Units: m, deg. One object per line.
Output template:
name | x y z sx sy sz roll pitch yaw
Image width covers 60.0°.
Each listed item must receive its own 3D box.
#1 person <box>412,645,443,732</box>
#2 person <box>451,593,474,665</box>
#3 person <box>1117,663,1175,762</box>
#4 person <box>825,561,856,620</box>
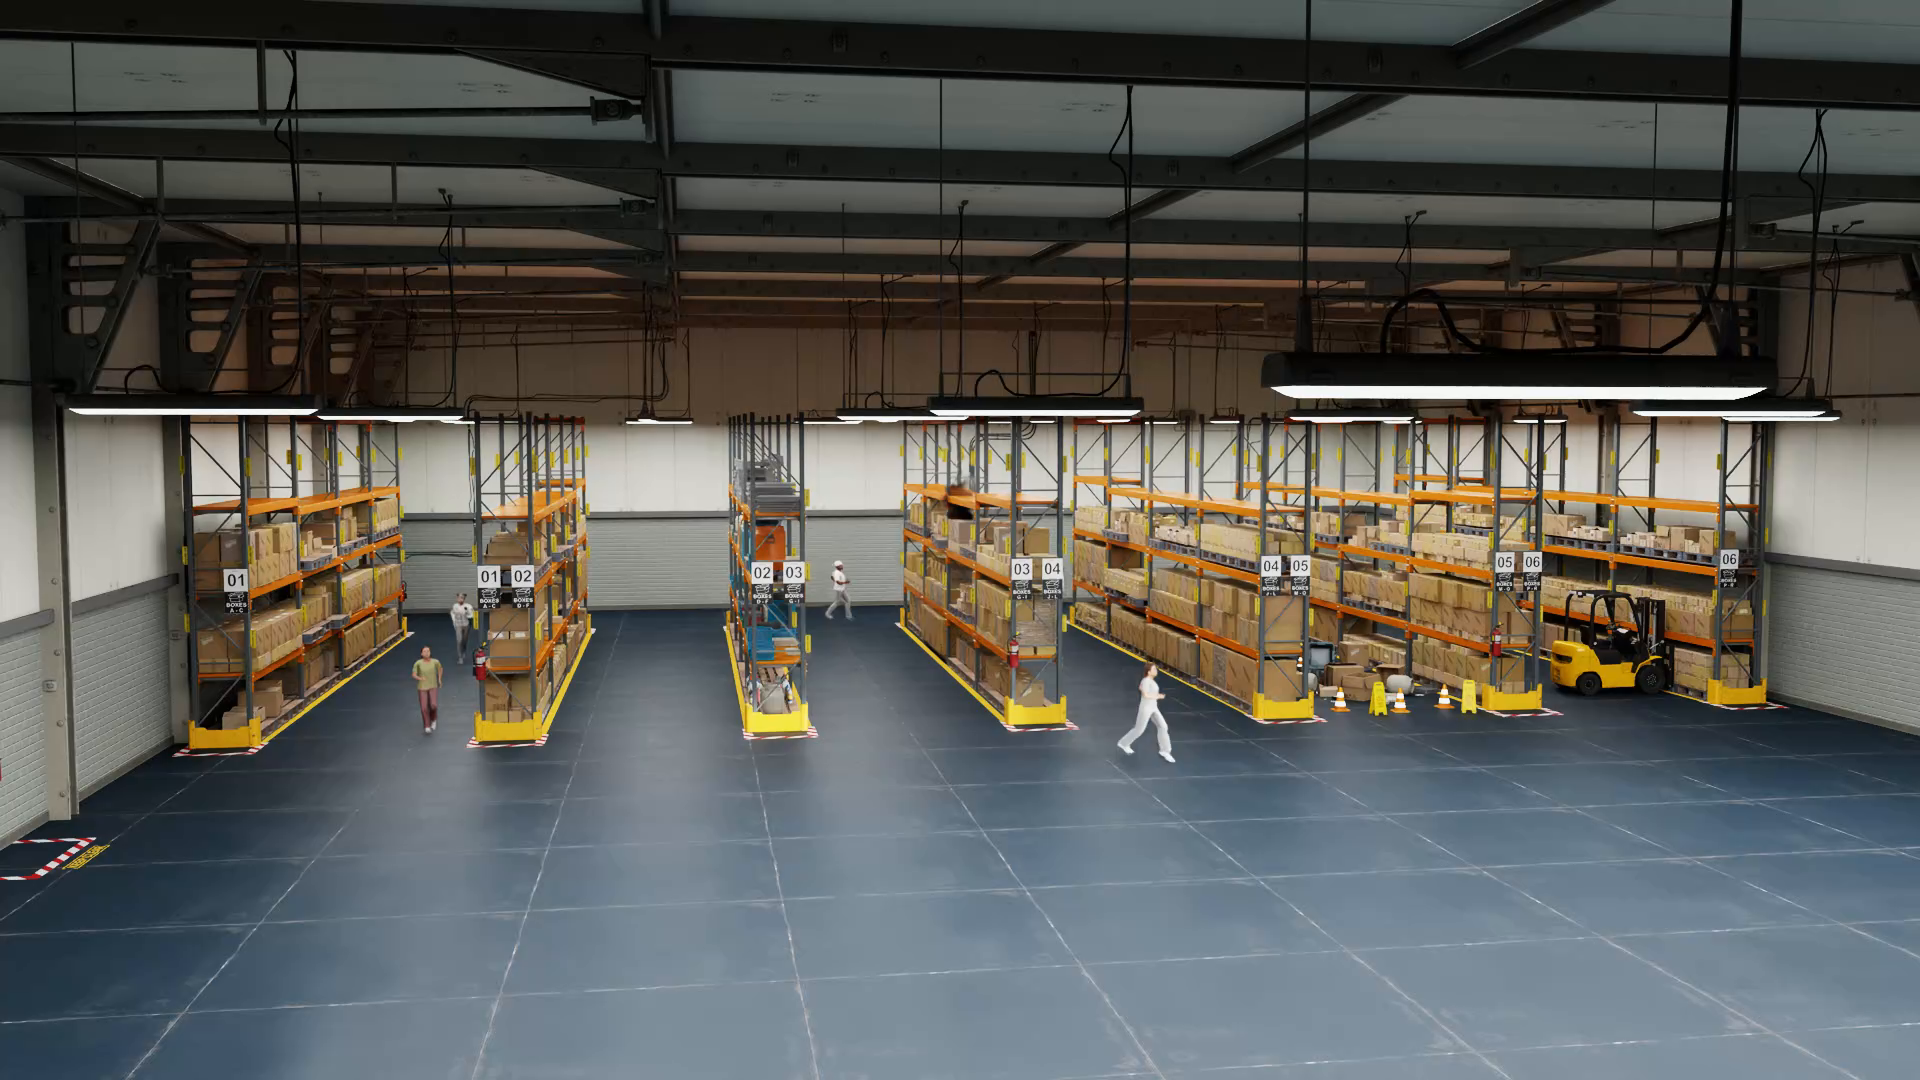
person | -9.930 2.783 31.042 0.558 1.634 0.592 -1 4 -20
person | -12.084 2.129 40.438 0.579 1.730 0.858 -1 4 -16
person | 3.181 2.958 28.564 1.009 1.709 0.534 2 4 29
person | -3.543 1.499 49.214 0.900 1.779 0.704 0 4 7
